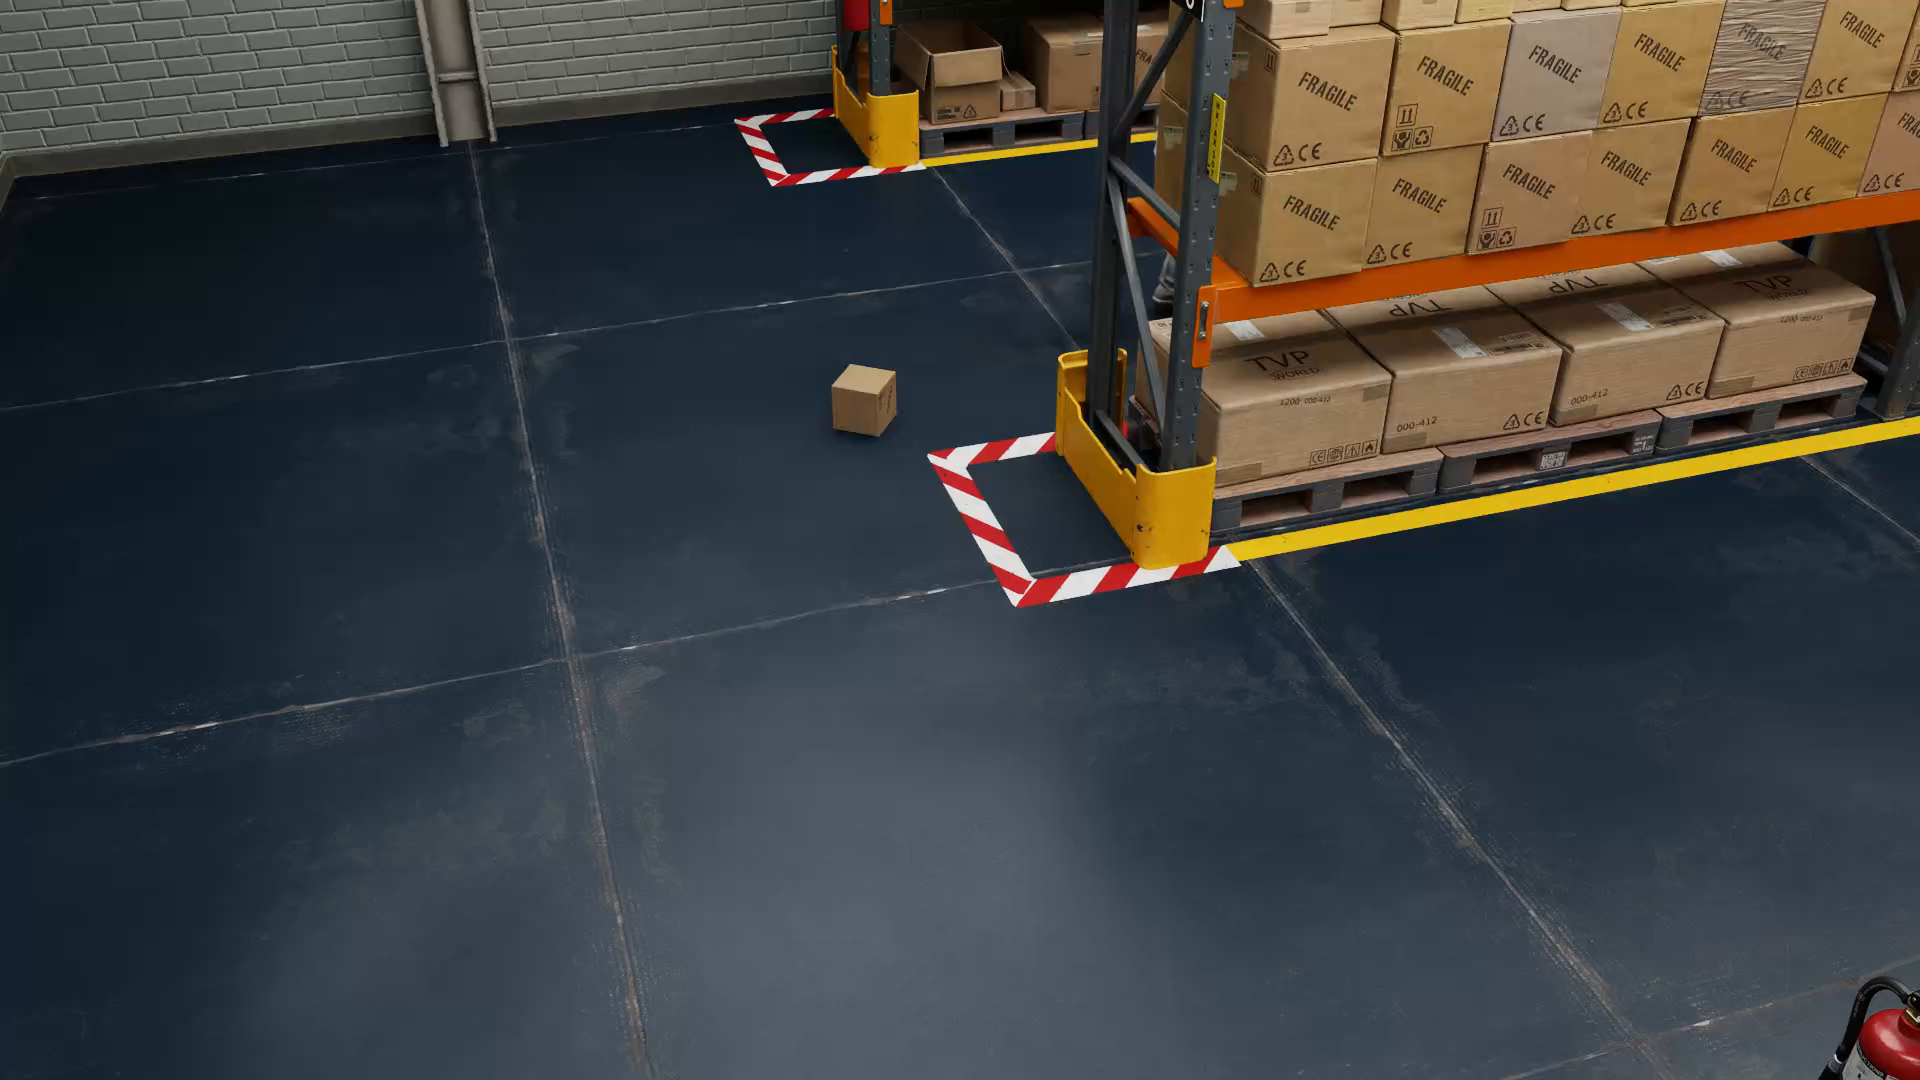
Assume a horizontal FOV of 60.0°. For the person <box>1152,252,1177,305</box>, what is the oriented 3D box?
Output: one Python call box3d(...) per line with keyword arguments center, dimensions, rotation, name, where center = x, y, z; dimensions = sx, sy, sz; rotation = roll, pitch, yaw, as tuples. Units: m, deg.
box3d(center=(1.573, -2.085, 9.168), dimensions=(0.990, 1.631, 0.500), rotation=(-12, 36, -18), name="person")
